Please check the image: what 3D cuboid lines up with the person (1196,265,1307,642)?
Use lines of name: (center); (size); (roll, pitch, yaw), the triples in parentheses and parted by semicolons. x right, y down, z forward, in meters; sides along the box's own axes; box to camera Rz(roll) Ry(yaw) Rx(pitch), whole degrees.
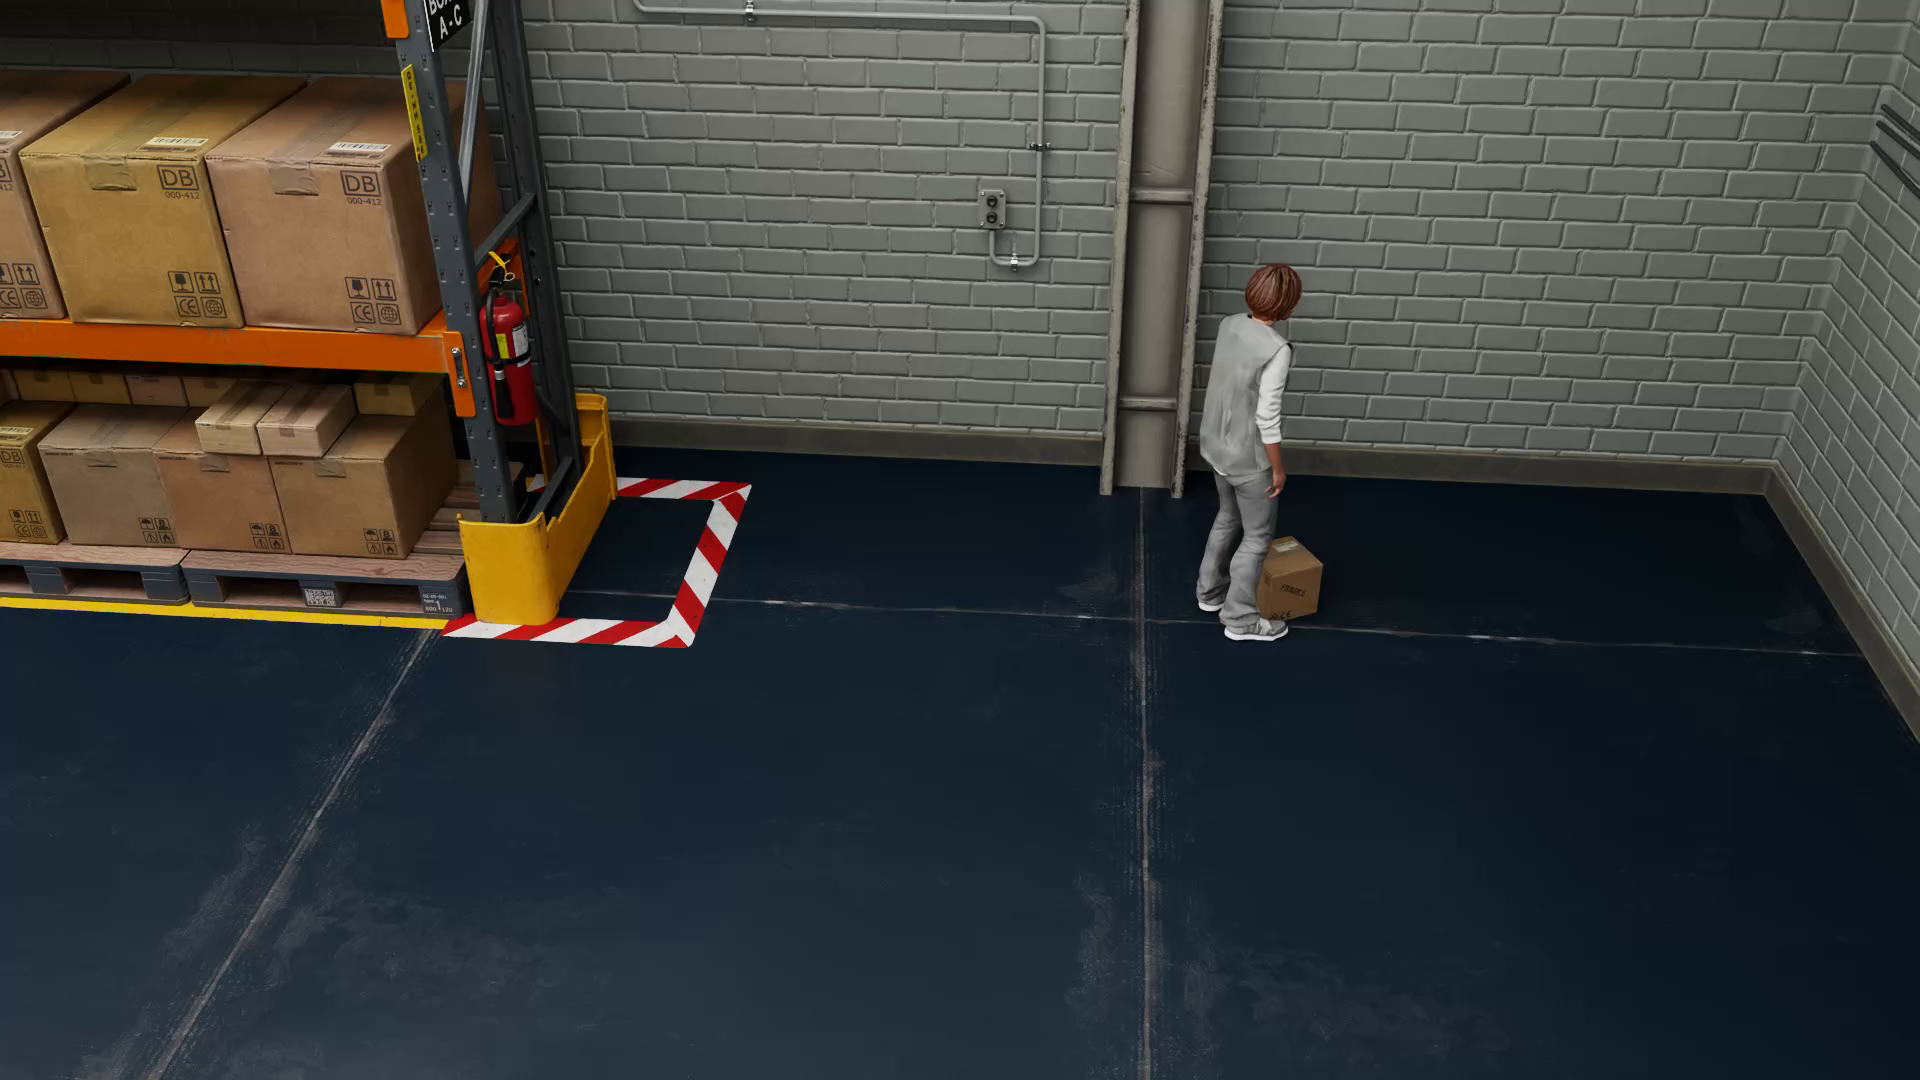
person: (1.156, -0.330, 6.685); (0.347, 1.574, 0.460); (-12, 34, -17)
